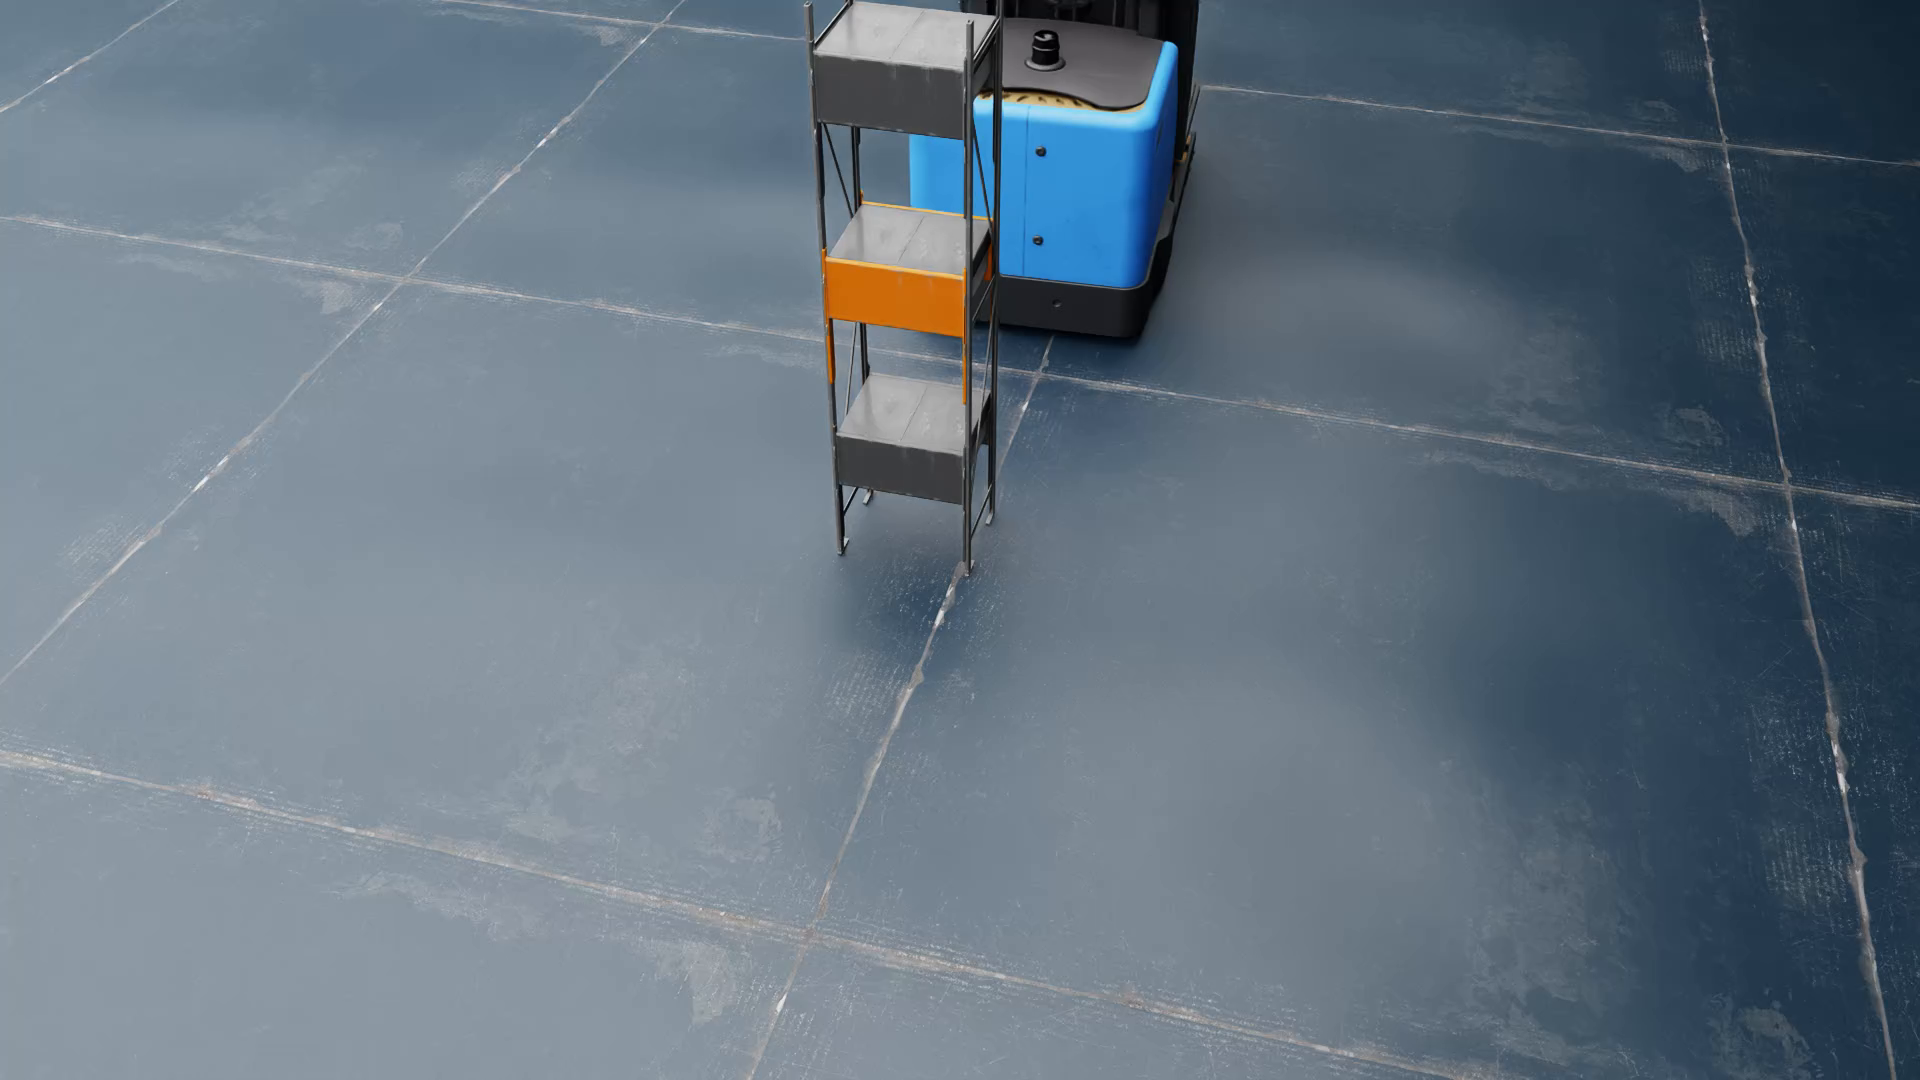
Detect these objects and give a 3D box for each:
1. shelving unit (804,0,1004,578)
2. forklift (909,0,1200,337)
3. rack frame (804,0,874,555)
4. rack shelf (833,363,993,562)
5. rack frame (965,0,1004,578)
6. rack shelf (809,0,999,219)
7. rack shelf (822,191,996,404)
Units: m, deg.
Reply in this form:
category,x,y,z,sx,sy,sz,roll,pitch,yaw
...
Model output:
category,x,y,z,sx,sy,sz,roll,pitch,yaw
shelving unit,-0.160,-0.832,5.607,0.503,2.100,0.431,10,41,11
forklift,0.592,-2.952,7.486,1.130,2.935,3.031,8,41,9
rack frame,-0.396,-0.872,5.656,0.015,2.100,0.400,10,41,11
rack shelf,-0.160,-0.285,6.066,0.480,0.518,0.431,10,41,11
rack frame,0.076,-0.791,5.559,0.015,2.100,0.400,10,41,11
rack shelf,-0.160,-1.357,5.166,0.480,0.518,0.431,10,41,11
rack shelf,-0.160,-0.821,5.616,0.480,0.518,0.431,10,41,11
